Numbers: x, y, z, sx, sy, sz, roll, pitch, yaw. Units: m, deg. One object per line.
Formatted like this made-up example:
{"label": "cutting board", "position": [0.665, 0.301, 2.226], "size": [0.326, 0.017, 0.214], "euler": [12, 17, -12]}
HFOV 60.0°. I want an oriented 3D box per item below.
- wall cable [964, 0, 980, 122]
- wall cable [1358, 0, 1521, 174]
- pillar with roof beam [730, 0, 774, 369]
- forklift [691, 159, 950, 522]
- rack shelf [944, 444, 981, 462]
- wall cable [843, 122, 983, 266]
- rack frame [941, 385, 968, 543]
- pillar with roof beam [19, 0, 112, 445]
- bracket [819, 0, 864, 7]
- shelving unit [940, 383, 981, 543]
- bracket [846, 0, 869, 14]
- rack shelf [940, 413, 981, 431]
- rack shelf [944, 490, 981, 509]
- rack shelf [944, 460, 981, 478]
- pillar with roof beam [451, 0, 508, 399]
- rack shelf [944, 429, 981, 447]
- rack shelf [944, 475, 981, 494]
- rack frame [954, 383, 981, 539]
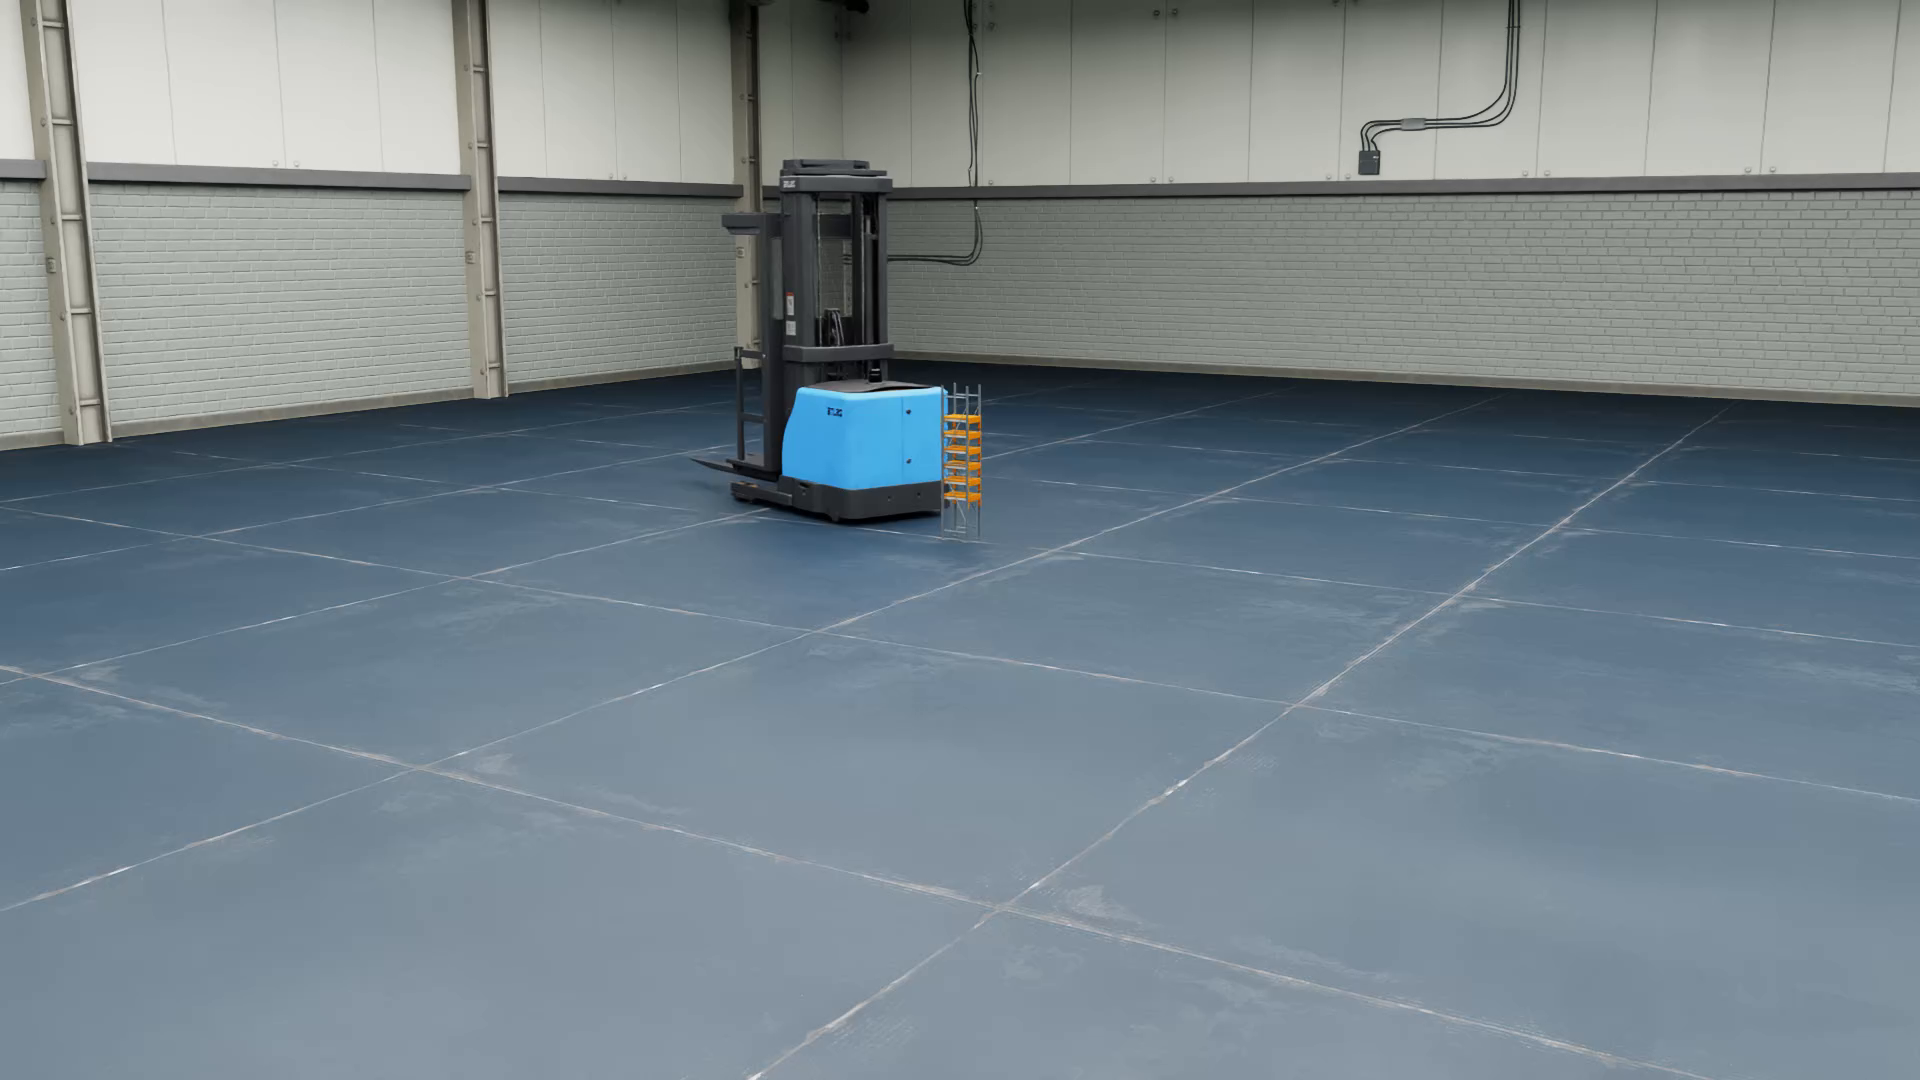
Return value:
{"label": "wall cable", "position": [1.372, -8.445, 28.240], "size": [3.097, 2.526, 0.112], "euler": [6, 12, 31]}
{"label": "wall cable", "position": [7.165, -8.510, 24.628], "size": [2.305, 6.003, 0.169], "euler": [6, 12, 31]}
{"label": "pillar with roof beam", "position": [0.080, -7.000, 25.802], "size": [9.100, 9.000, 0.548], "euler": [6, 12, 31]}
{"label": "forklift", "position": [-1.376, -1.810, 14.569], "size": [1.130, 2.935, 3.031], "euler": [-8, 13, -36]}
{"label": "rack shelf", "position": [0.008, -0.666, 12.757], "size": [0.258, 0.103, 0.180], "euler": [6, 12, 31]}
{"label": "wall cable", "position": [-0.940, -6.222, 30.085], "size": [3.097, 2.526, 0.112], "euler": [6, 12, 31]}
{"label": "rack frame", "position": [-0.040, -0.578, 12.694], "size": [0.240, 1.200, 0.006], "euler": [6, 12, 31]}
{"label": "pillar with roof beam", "position": [-6.150, -5.112, 15.721], "size": [9.100, 9.000, 0.400], "euler": [6, 12, 31]}
{"label": "bracket", "position": [-2.157, -9.491, 29.330], "size": [0.076, 0.066, 3.189], "euler": [6, 12, 31]}
{"label": "shelving unit", "position": [0.008, -0.592, 12.770], "size": [0.258, 1.200, 0.189], "euler": [6, 12, 31]}
{"label": "bracket", "position": [-1.850, -9.584, 29.826], "size": [0.235, 0.232, 0.430], "euler": [6, 12, 31]}
{"label": "rack shelf", "position": [0.008, -0.902, 12.712], "size": [0.258, 0.103, 0.180], "euler": [6, 12, 31]}
{"label": "rack shelf", "position": [0.008, -0.312, 12.823], "size": [0.258, 0.103, 0.180], "euler": [6, 12, 31]}
{"label": "rack shelf", "position": [0.008, -0.548, 12.779], "size": [0.258, 0.103, 0.180], "euler": [6, 12, 31]}
{"label": "pillar with roof beam", "position": [-3.035, -6.056, 20.762], "size": [9.100, 9.000, 0.400], "euler": [6, 12, 31]}
{"label": "rack shelf", "position": [0.008, -0.784, 12.734], "size": [0.258, 0.103, 0.180], "euler": [6, 12, 31]}
{"label": "rack shelf", "position": [0.008, -0.430, 12.801], "size": [0.258, 0.103, 0.180], "euler": [6, 12, 31]}
{"label": "rack frame", "position": [0.055, -0.606, 12.847], "size": [0.240, 1.200, 0.006], "euler": [6, 12, 31]}
